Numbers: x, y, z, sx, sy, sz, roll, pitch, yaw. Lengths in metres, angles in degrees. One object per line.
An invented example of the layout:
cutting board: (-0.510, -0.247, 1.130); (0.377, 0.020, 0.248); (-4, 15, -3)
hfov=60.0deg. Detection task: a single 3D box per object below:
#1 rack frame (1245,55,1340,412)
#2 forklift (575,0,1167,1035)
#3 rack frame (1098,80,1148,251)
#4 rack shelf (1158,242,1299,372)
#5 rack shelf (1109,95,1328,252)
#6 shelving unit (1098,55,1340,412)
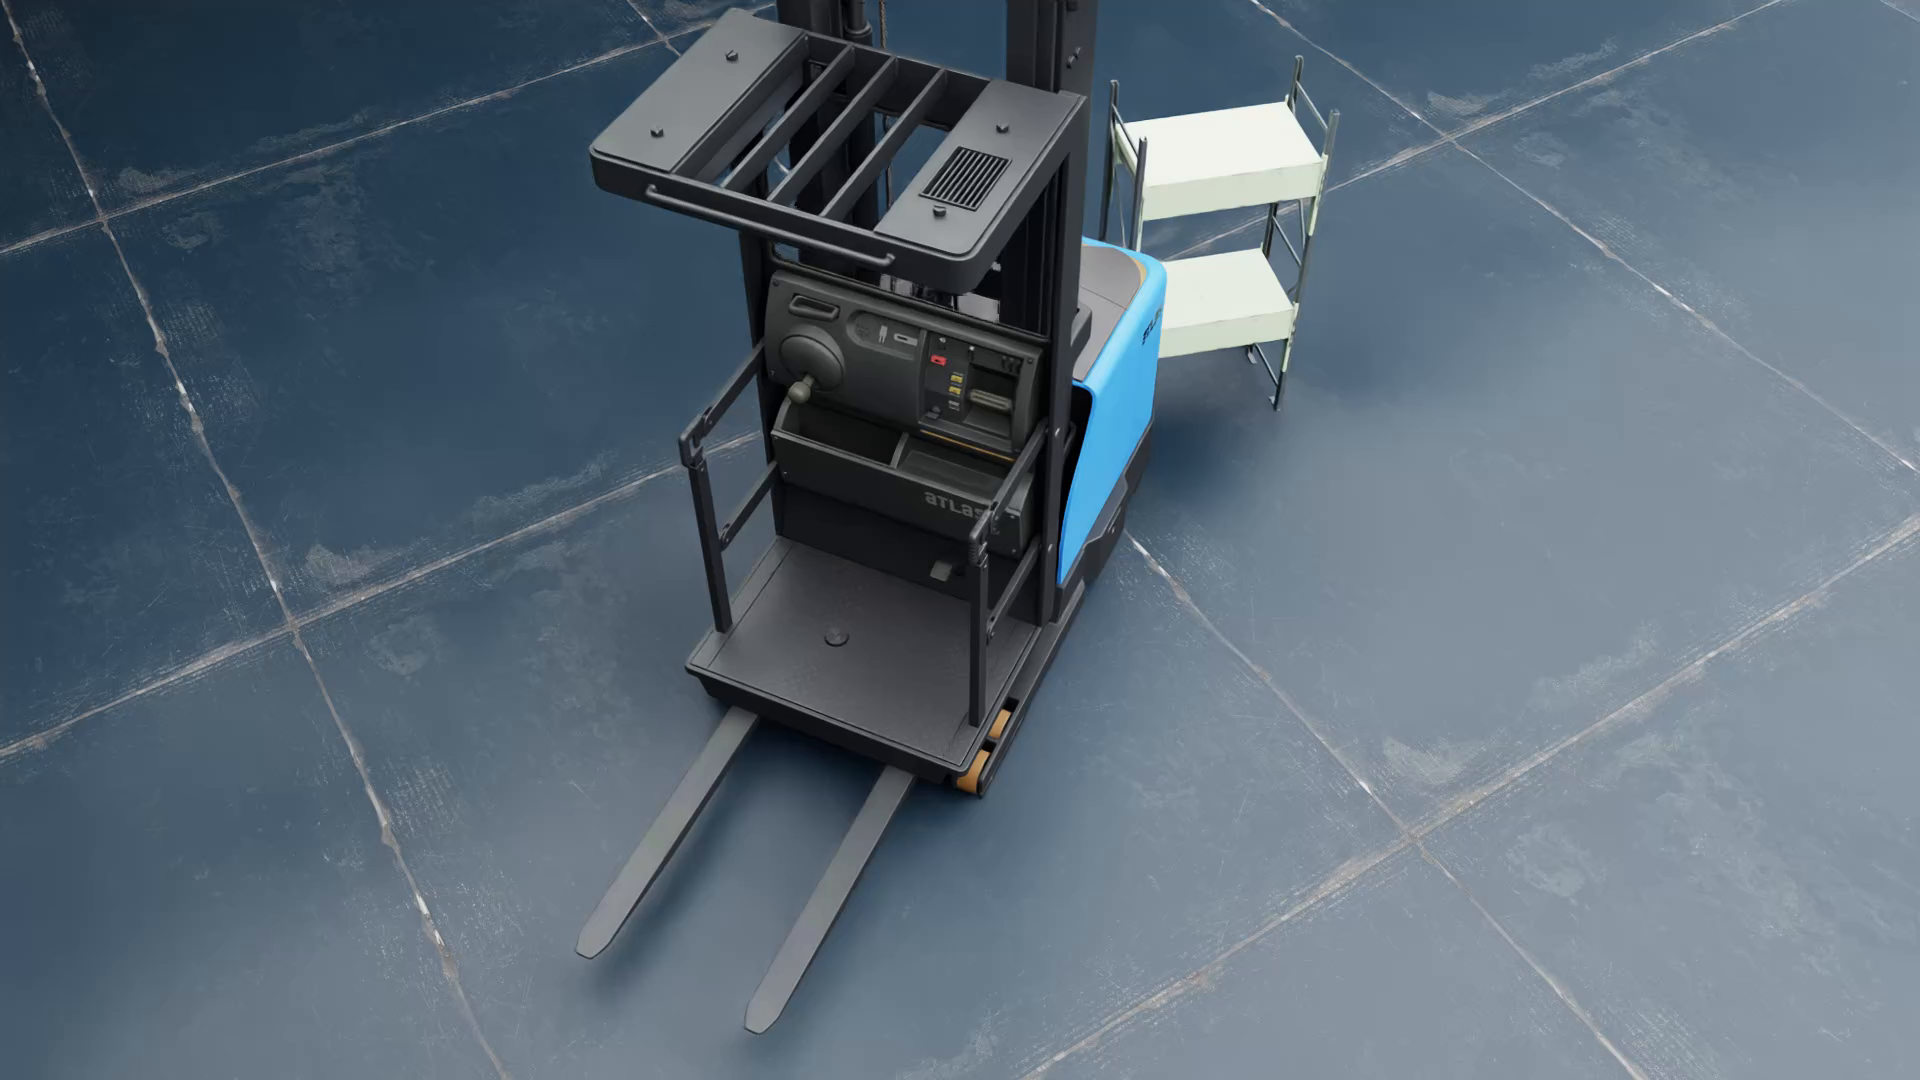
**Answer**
rack frame: (1.332, -1.200, 6.759); (0.023, 1.500, 0.400); (-10, 49, -9)
forklift: (-0.283, -0.453, 5.136); (1.130, 2.935, 3.031); (19, 51, 16)
rack frame: (0.619, -1.076, 6.649); (0.023, 1.500, 0.400); (-10, 49, -9)
rack shelf: (0.975, -0.921, 6.948); (0.720, 0.370, 0.431); (-10, 49, -9)
rack shelf: (0.975, -1.398, 6.413); (0.720, 0.370, 0.431); (-10, 49, -9)
shelving unit: (0.975, -1.138, 6.704); (0.755, 1.500, 0.431); (-10, 49, -9)
